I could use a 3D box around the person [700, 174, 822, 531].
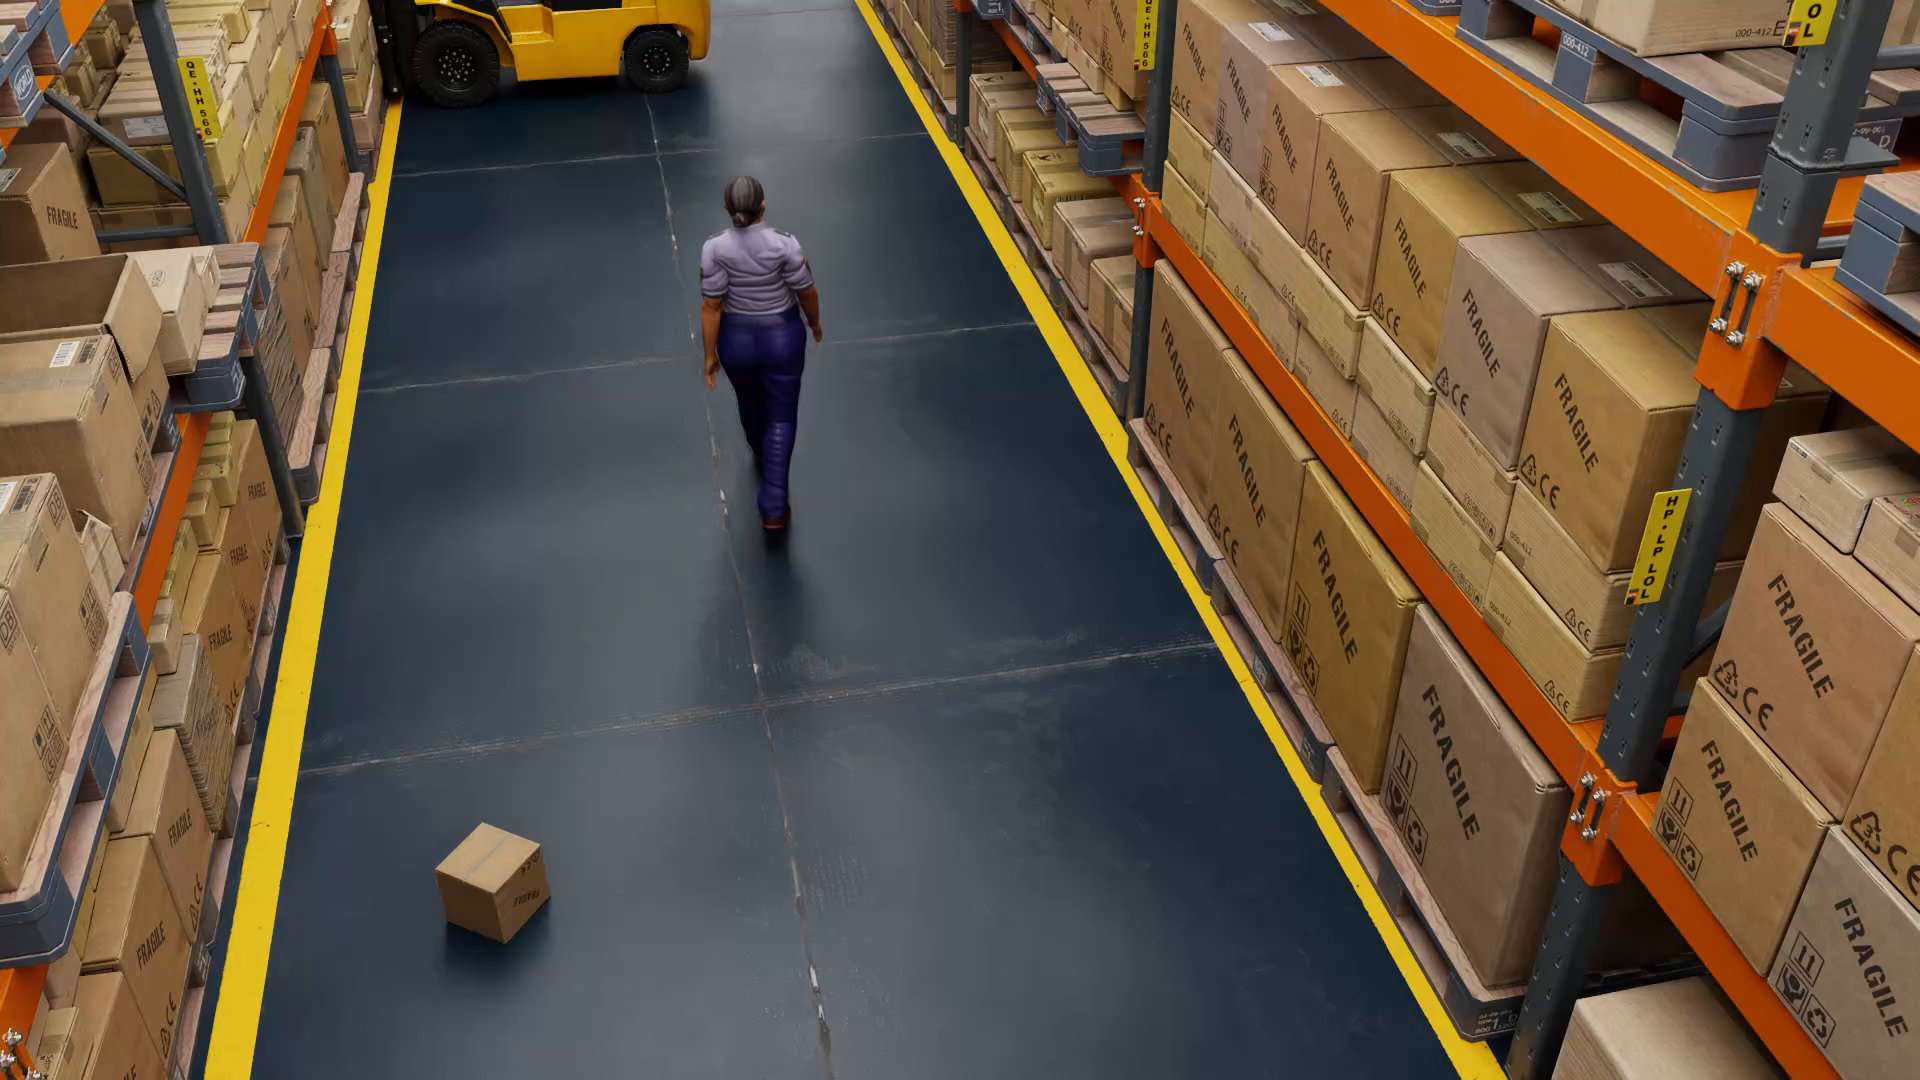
[{"bbox_3d":[-0.879,-0.915,7.481,0.499,1.591,0.998,2,35,2],"label":"person"}]
